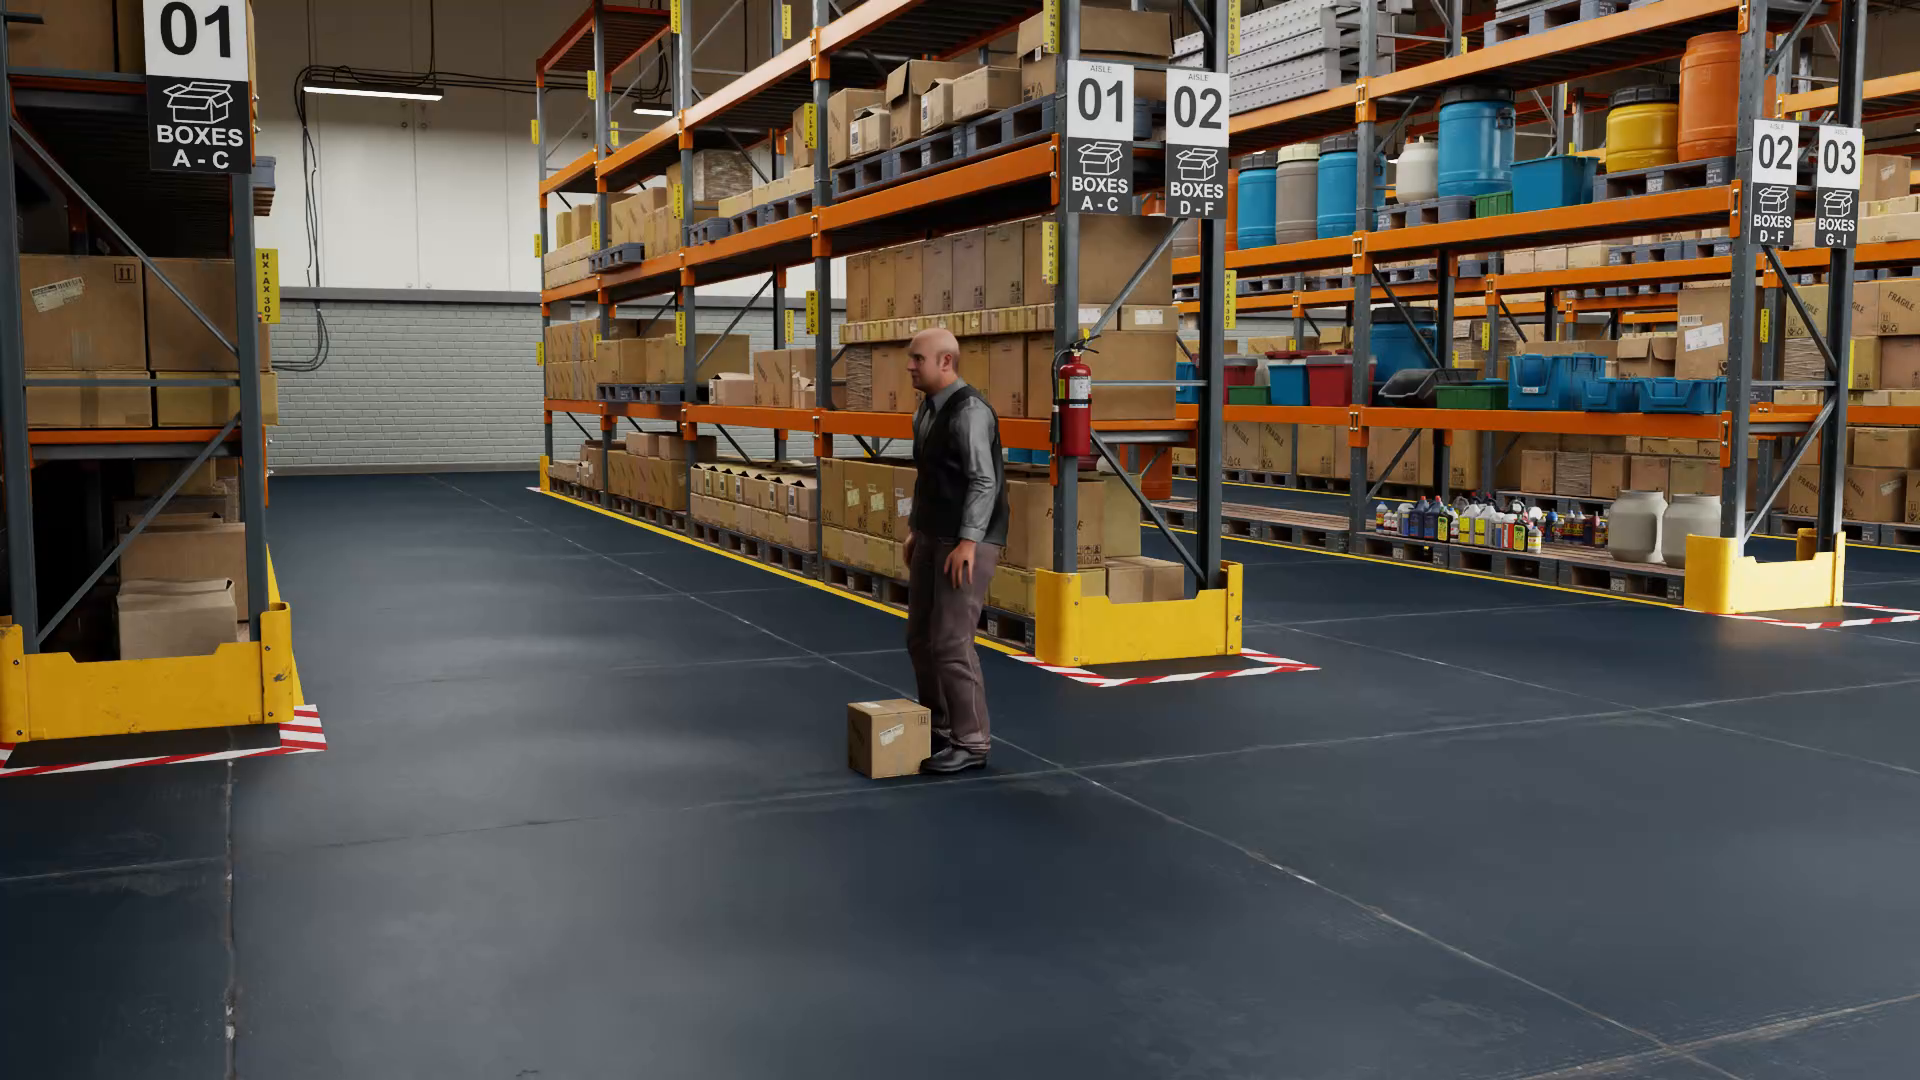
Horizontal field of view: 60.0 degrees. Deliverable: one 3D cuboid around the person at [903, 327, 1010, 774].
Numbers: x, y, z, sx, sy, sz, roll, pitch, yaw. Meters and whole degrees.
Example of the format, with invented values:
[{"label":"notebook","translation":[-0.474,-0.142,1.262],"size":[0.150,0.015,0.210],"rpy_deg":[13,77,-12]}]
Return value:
[{"label":"person","translation":[-0.030,0.081,6.561],"size":[0.415,1.619,0.579],"rpy_deg":[-2,6,-24]}]
